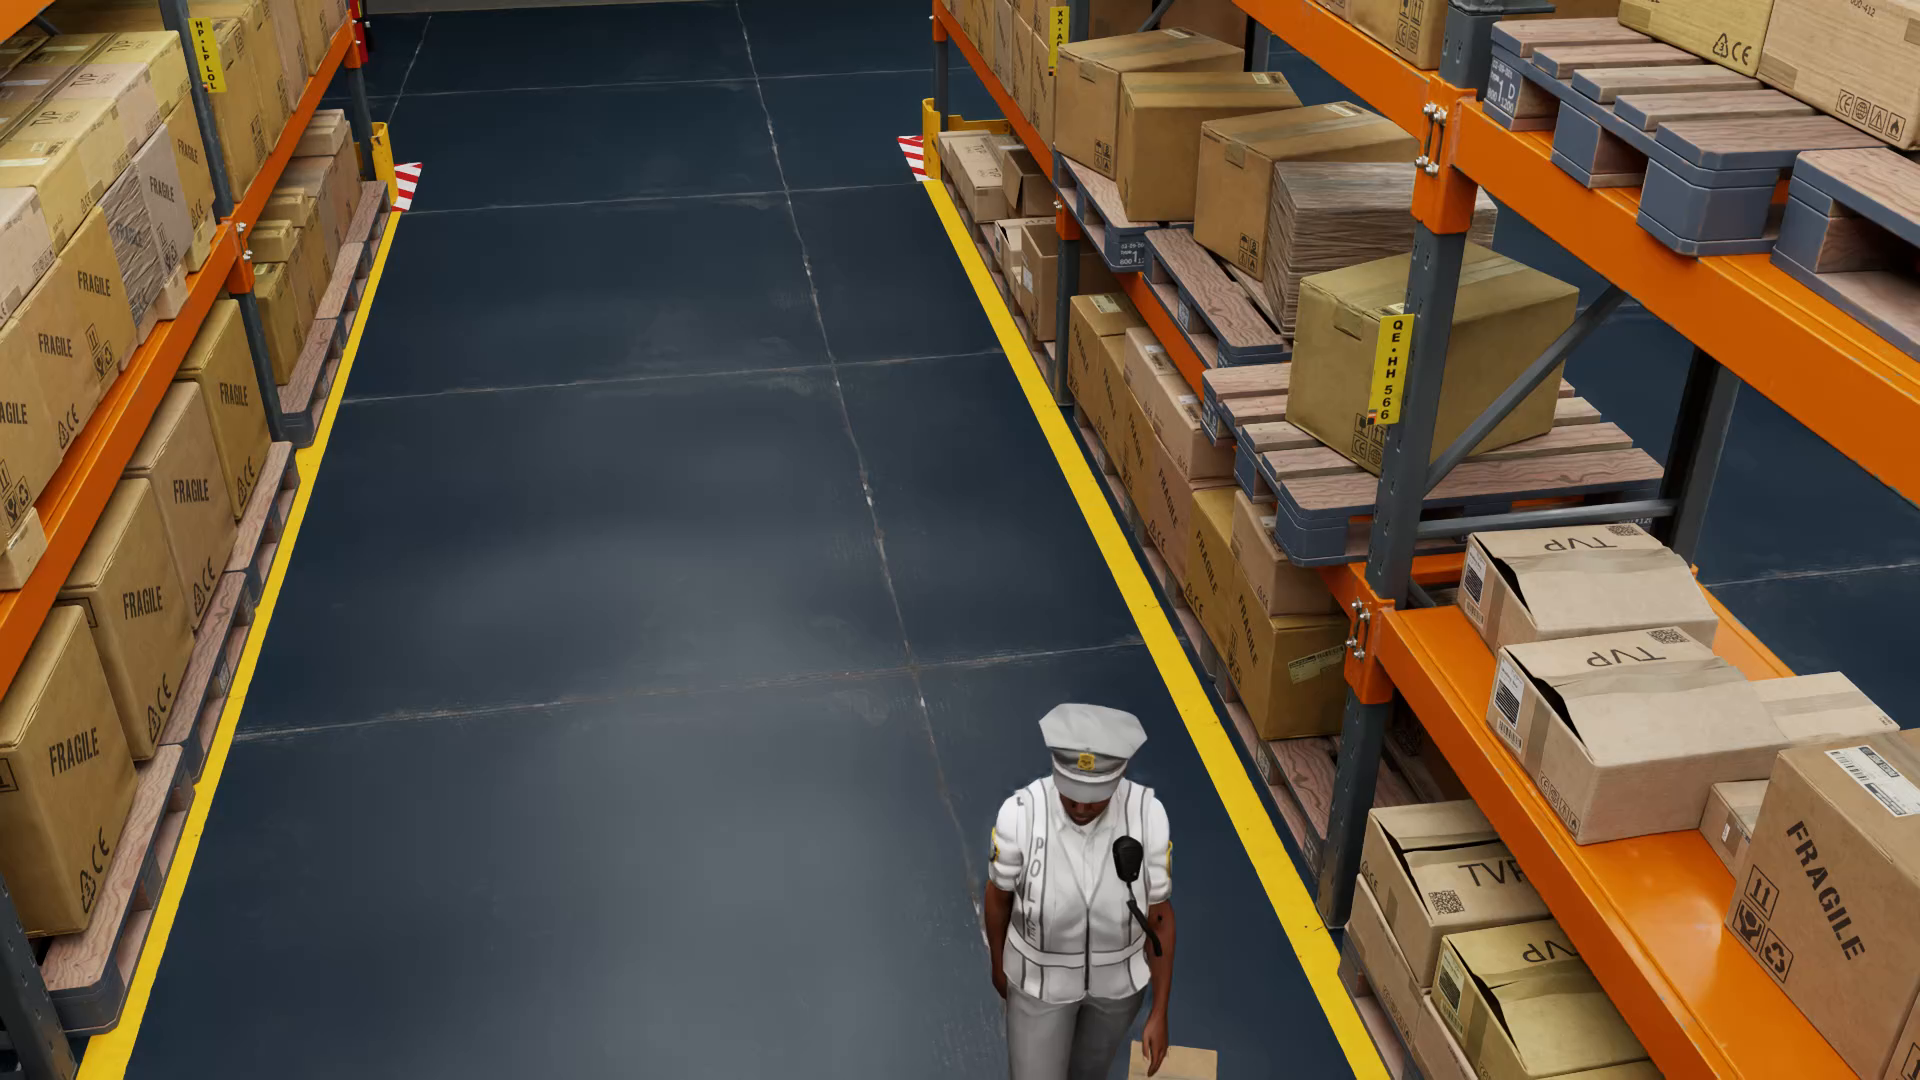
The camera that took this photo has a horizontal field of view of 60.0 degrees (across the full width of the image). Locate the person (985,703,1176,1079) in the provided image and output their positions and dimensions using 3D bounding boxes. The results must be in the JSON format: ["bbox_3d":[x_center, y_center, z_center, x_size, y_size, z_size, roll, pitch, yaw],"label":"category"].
[{"bbox_3d":[0.299,1.152,4.221,0.455,1.708,0.656,-3,31,-5],"label":"person"}]
